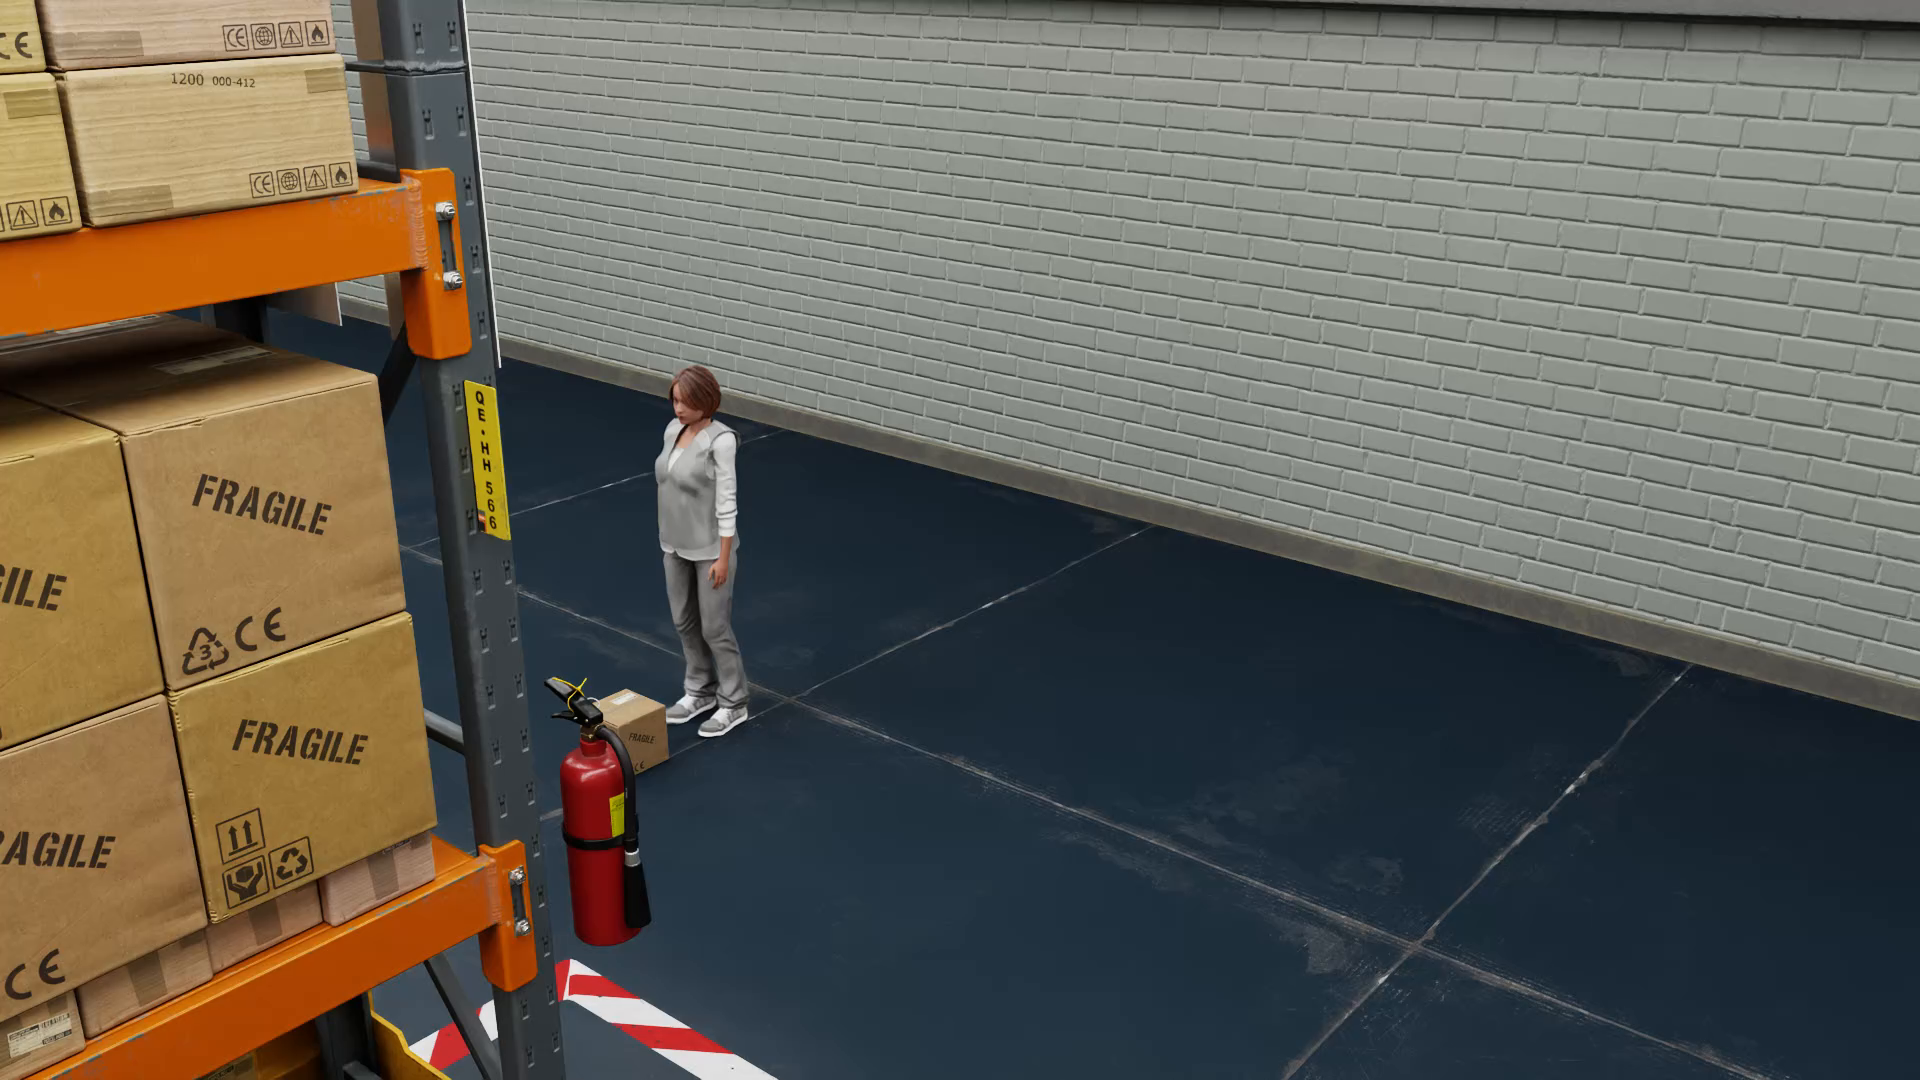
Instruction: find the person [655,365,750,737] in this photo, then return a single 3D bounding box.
[{"bbox_3d":[-1.079,0.102,6.985,0.405,1.484,0.304,17,26,38],"label":"person"}]
